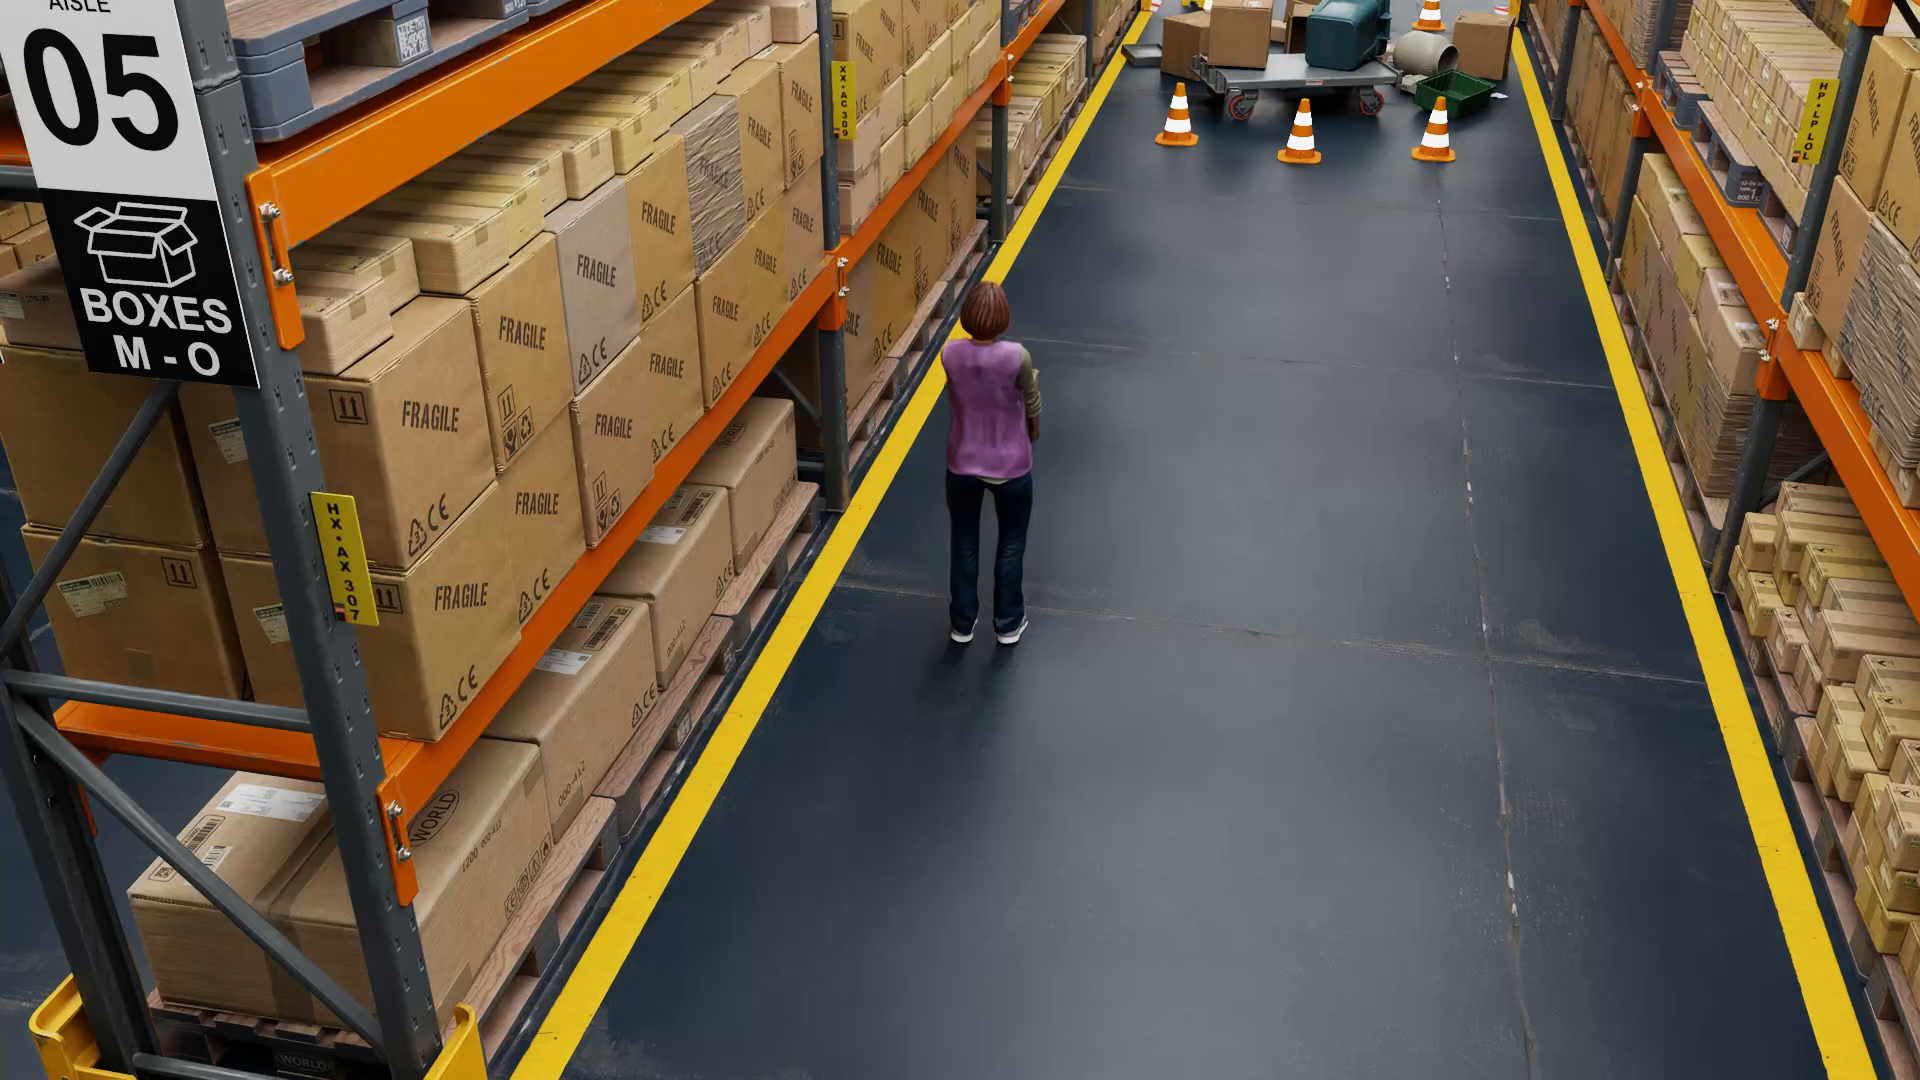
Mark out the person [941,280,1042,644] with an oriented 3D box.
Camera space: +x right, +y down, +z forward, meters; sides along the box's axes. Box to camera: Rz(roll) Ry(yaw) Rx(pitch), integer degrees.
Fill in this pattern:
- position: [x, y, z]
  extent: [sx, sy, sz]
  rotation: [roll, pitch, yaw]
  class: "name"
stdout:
- position: [0.130, -0.328, 6.728]
  extent: [0.386, 1.598, 0.497]
  rotation: [6, 30, 11]
  class: "person"
